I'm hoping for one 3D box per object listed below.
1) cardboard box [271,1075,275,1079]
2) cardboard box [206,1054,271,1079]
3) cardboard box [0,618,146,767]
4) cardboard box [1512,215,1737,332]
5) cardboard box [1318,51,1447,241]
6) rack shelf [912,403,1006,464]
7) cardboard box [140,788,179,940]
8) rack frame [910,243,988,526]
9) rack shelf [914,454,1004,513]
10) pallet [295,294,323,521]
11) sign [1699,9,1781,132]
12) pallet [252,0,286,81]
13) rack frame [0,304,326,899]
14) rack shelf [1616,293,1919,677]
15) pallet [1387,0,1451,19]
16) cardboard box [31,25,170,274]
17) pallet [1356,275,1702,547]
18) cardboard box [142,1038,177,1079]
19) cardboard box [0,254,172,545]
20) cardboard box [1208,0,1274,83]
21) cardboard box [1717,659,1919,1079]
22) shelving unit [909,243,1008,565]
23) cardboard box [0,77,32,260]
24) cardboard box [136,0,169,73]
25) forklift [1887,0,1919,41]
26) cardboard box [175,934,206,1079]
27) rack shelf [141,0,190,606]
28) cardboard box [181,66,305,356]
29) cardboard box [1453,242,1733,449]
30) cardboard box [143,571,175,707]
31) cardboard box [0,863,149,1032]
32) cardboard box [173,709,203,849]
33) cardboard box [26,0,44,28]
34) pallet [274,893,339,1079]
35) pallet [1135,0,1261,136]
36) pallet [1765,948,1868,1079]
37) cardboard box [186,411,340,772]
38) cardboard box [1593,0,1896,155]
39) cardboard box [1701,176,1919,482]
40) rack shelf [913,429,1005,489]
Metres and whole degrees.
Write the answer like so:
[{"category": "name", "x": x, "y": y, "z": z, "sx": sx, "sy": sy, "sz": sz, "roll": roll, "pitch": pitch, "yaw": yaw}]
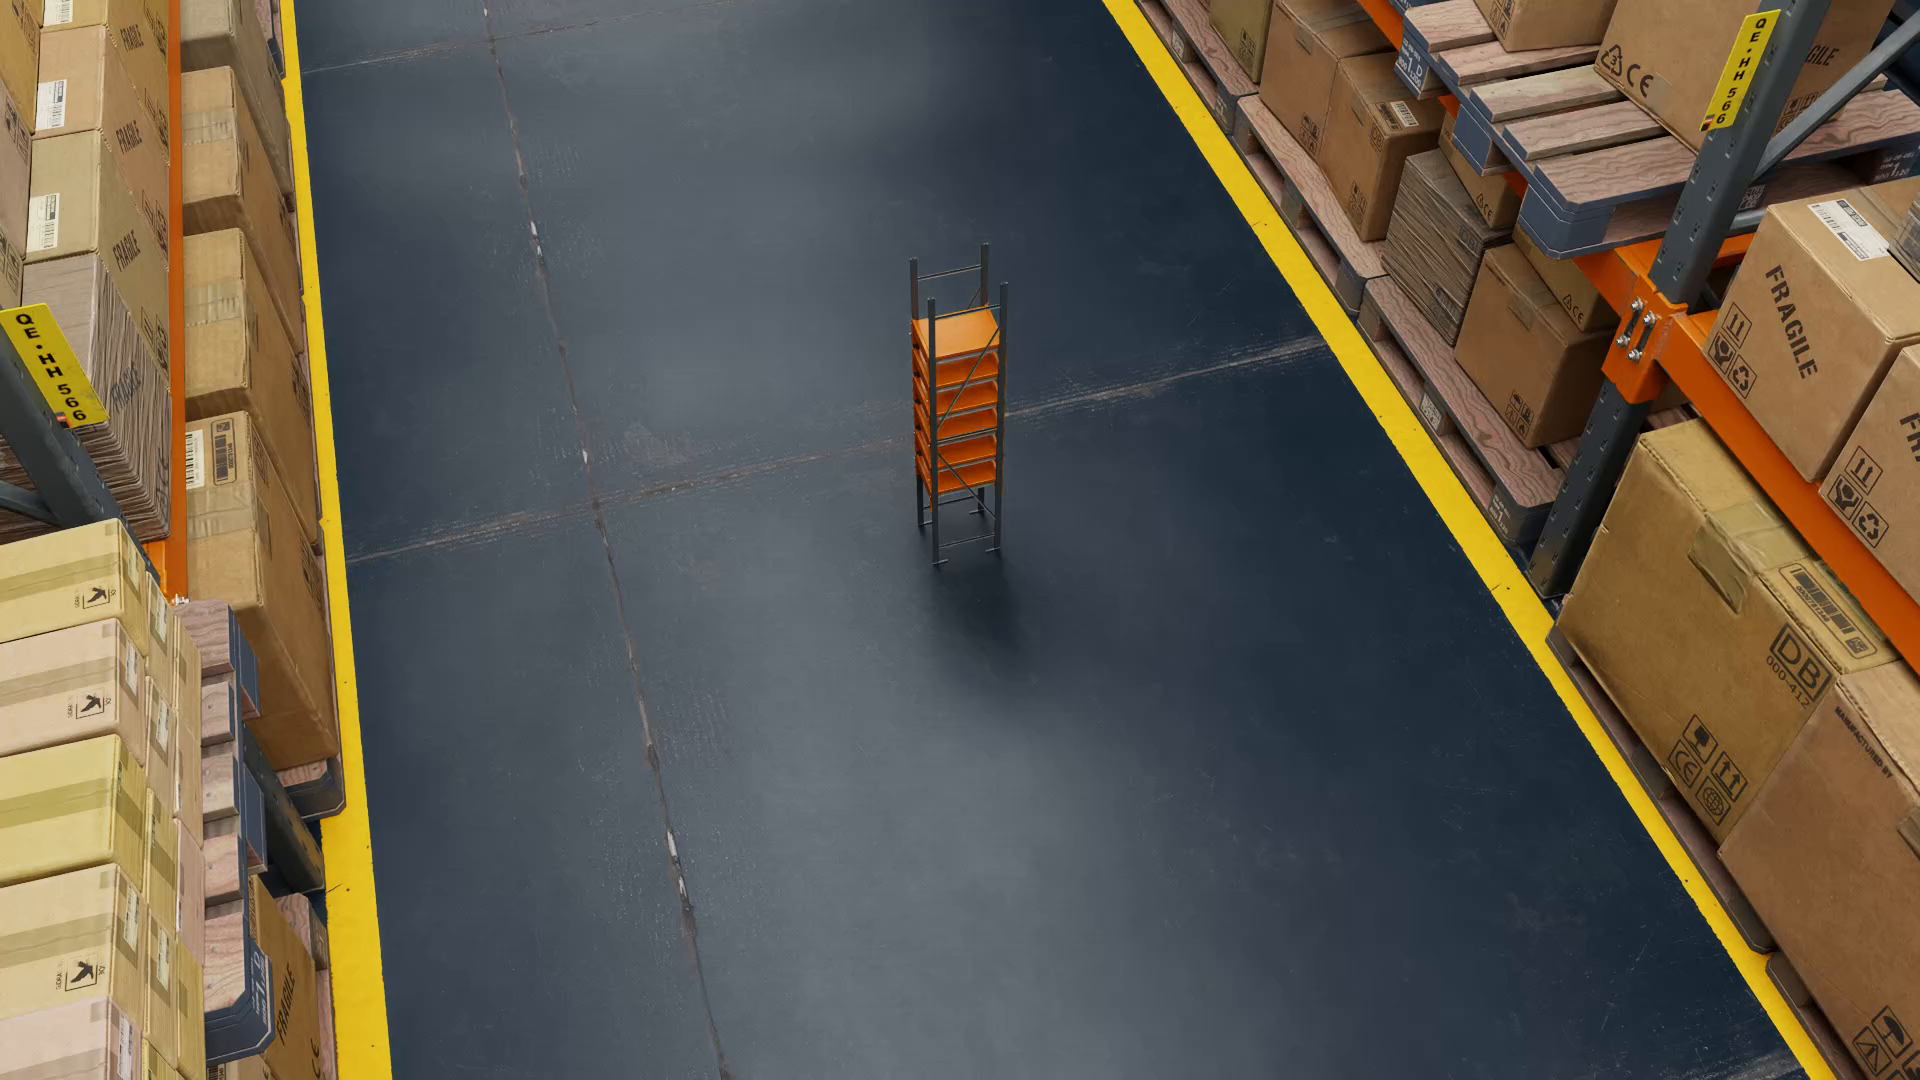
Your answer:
[{"category": "cardboard box", "x": -1.763, "y": 1.601, "z": 3.799, "sx": 0.500, "sy": 0.500, "sz": 0.500, "roll": -11, "pitch": 51, "yaw": -10}, {"category": "cardboard box", "x": -1.744, "y": 1.364, "z": 3.508, "sx": 0.500, "sy": 0.250, "sz": 0.500, "roll": -13, "pitch": 51, "yaw": -10}, {"category": "cardboard box", "x": -1.702, "y": 0.321, "z": 3.018, "sx": 0.380, "sy": 0.149, "sz": 0.250, "roll": -14, "pitch": 51, "yaw": -11}, {"category": "cardboard box", "x": 2.184, "y": -0.979, "z": 5.470, "sx": 0.500, "sy": 0.250, "sz": 0.500, "roll": -11, "pitch": 51, "yaw": -9}, {"category": "cardboard box", "x": 1.843, "y": -1.554, "z": 6.446, "sx": 0.700, "sy": 0.500, "sz": 0.500, "roll": -9, "pitch": 51, "yaw": -8}, {"category": "rack shelf", "x": -0.004, "y": -0.369, "z": 5.334, "sx": 0.258, "sy": 0.103, "sz": 0.180, "roll": -13, "pitch": 51, "yaw": -11}, {"category": "cardboard box", "x": -1.615, "y": 0.623, "z": 2.958, "sx": 0.380, "sy": 0.149, "sz": 0.250, "roll": -12, "pitch": 51, "yaw": -10}, {"category": "rack frame", "x": -0.031, "y": -0.464, "z": 5.357, "sx": 0.240, "sy": 1.200, "sz": 0.006, "roll": -13, "pitch": 51, "yaw": -11}, {"category": "rack shelf", "x": -0.004, "y": -0.214, "z": 5.518, "sx": 0.258, "sy": 0.103, "sz": 0.180, "roll": -13, "pitch": 51, "yaw": -11}, {"category": "pallet", "x": -2.875, "y": -0.454, "z": 5.995, "sx": 1.003, "sy": 0.211, "sz": 1.213, "roll": -13, "pitch": 51, "yaw": -11}, {"category": "sign", "x": 1.895, "y": -1.137, "z": 4.041, "sx": 0.100, "sy": 0.325, "sz": 0.005, "roll": -13, "pitch": 51, "yaw": -11}, {"category": "pallet", "x": -3.690, "y": -2.467, "z": 7.691, "sx": 1.003, "sy": 0.211, "sz": 1.213, "roll": -13, "pitch": 51, "yaw": -11}, {"category": "rack frame", "x": -2.357, "y": 0.129, "z": 3.679, "sx": 1.000, "sy": 3.000, "sz": 0.127, "roll": -13, "pitch": 51, "yaw": -11}, {"category": "rack shelf", "x": 3.003, "y": 0.774, "z": 3.606, "sx": 1.077, "sy": 0.370, "sz": 4.000, "roll": -13, "pitch": 51, "yaw": -11}, {"category": "pallet", "x": 1.787, "y": -2.293, "z": 5.847, "sx": 1.003, "sy": 0.211, "sz": 1.213, "roll": -13, "pitch": 51, "yaw": -11}, {"category": "cardboard box", "x": -2.534, "y": -1.031, "z": 4.592, "sx": 0.500, "sy": 0.500, "sz": 0.500, "roll": -13, "pitch": 51, "yaw": -11}, {"category": "pallet", "x": 2.181, "y": -0.591, "z": 6.110, "sx": 1.003, "sy": 0.211, "sz": 1.213, "roll": -13, "pitch": 51, "yaw": -11}, {"category": "cardboard box", "x": -1.470, "y": 0.988, "z": 2.650, "sx": 0.380, "sy": 0.149, "sz": 0.250, "roll": -14, "pitch": 51, "yaw": -11}, {"category": "cardboard box", "x": -2.232, "y": -0.292, "z": 3.969, "sx": 0.500, "sy": 0.500, "sz": 0.500, "roll": -13, "pitch": 51, "yaw": -11}, {"category": "cardboard box", "x": 1.512, "y": -2.370, "z": 7.133, "sx": 0.700, "sy": 0.500, "sz": 0.500, "roll": -14, "pitch": 51, "yaw": -11}, {"category": "cardboard box", "x": 2.852, "y": 0.792, "z": 4.235, "sx": 1.225, "sy": 0.875, "sz": 0.875, "roll": -13, "pitch": 51, "yaw": -11}, {"category": "shelving unit", "x": -0.004, "y": -0.397, "z": 5.300, "sx": 0.258, "sy": 1.200, "sz": 0.189, "roll": -13, "pitch": 51, "yaw": -11}, {"category": "cardboard box", "x": -2.631, "y": -0.925, "z": 3.848, "sx": 0.700, "sy": 0.500, "sz": 0.500, "roll": -14, "pitch": 51, "yaw": -12}, {"category": "cardboard box", "x": -2.831, "y": -1.766, "z": 5.211, "sx": 0.500, "sy": 0.500, "sz": 0.500, "roll": -13, "pitch": 51, "yaw": -11}, {"category": "forklift", "x": 3.610, "y": -3.957, "z": 7.169, "sx": 1.130, "sy": 2.935, "sz": 3.031, "roll": -13, "pitch": 51, "yaw": -10}, {"category": "cardboard box", "x": -1.554, "y": 0.883, "z": 2.933, "sx": 0.380, "sy": 0.149, "sz": 0.250, "roll": -14, "pitch": 51, "yaw": -11}, {"category": "rack shelf", "x": -2.948, "y": -1.100, "z": 5.186, "sx": 1.077, "sy": 0.370, "sz": 4.000, "roll": -13, "pitch": 51, "yaw": -11}, {"category": "cardboard box", "x": -2.989, "y": -1.064, "z": 5.882, "sx": 1.050, "sy": 0.750, "sz": 0.750, "roll": -13, "pitch": 51, "yaw": -11}, {"category": "cardboard box", "x": 2.194, "y": -0.740, "z": 5.759, "sx": 0.700, "sy": 0.500, "sz": 0.500, "roll": -16, "pitch": 52, "yaw": -13}, {"category": "cardboard box", "x": -1.776, "y": 0.237, "z": 3.284, "sx": 0.380, "sy": 0.149, "sz": 0.250, "roll": -12, "pitch": 51, "yaw": -10}, {"category": "cardboard box", "x": -1.542, "y": 0.707, "z": 2.693, "sx": 0.380, "sy": 0.149, "sz": 0.250, "roll": -12, "pitch": 51, "yaw": -10}, {"category": "cardboard box", "x": -1.700, "y": 0.513, "z": 3.245, "sx": 0.380, "sy": 0.149, "sz": 0.250, "roll": -13, "pitch": 51, "yaw": -11}, {"category": "cardboard box", "x": -2.936, "y": -1.672, "z": 4.478, "sx": 0.700, "sy": 0.500, "sz": 0.500, "roll": -14, "pitch": 51, "yaw": -11}, {"category": "pallet", "x": -2.127, "y": 1.599, "z": 4.264, "sx": 1.003, "sy": 0.211, "sz": 1.213, "roll": -13, "pitch": 51, "yaw": -11}, {"category": "pallet", "x": 1.460, "y": -2.373, "z": 7.612, "sx": 1.003, "sy": 0.211, "sz": 1.213, "roll": -13, "pitch": 51, "yaw": -11}, {"category": "pallet", "x": 2.929, "y": 1.462, "z": 4.379, "sx": 1.003, "sy": 0.211, "sz": 1.213, "roll": -13, "pitch": 51, "yaw": -11}, {"category": "cardboard box", "x": -2.451, "y": 0.254, "z": 4.771, "sx": 1.050, "sy": 0.750, "sz": 0.750, "roll": -14, "pitch": 51, "yaw": -11}, {"category": "cardboard box", "x": 2.213, "y": -1.472, "z": 4.689, "sx": 0.500, "sy": 0.500, "sz": 0.500, "roll": -19, "pitch": 52, "yaw": -15}, {"category": "cardboard box", "x": 2.295, "y": -0.534, "z": 4.173, "sx": 0.500, "sy": 0.500, "sz": 0.500, "roll": -12, "pitch": 51, "yaw": -10}, {"category": "rack shelf", "x": -0.004, "y": -0.291, "z": 5.426, "sx": 0.258, "sy": 0.103, "sz": 0.180, "roll": -13, "pitch": 51, "yaw": -11}]
